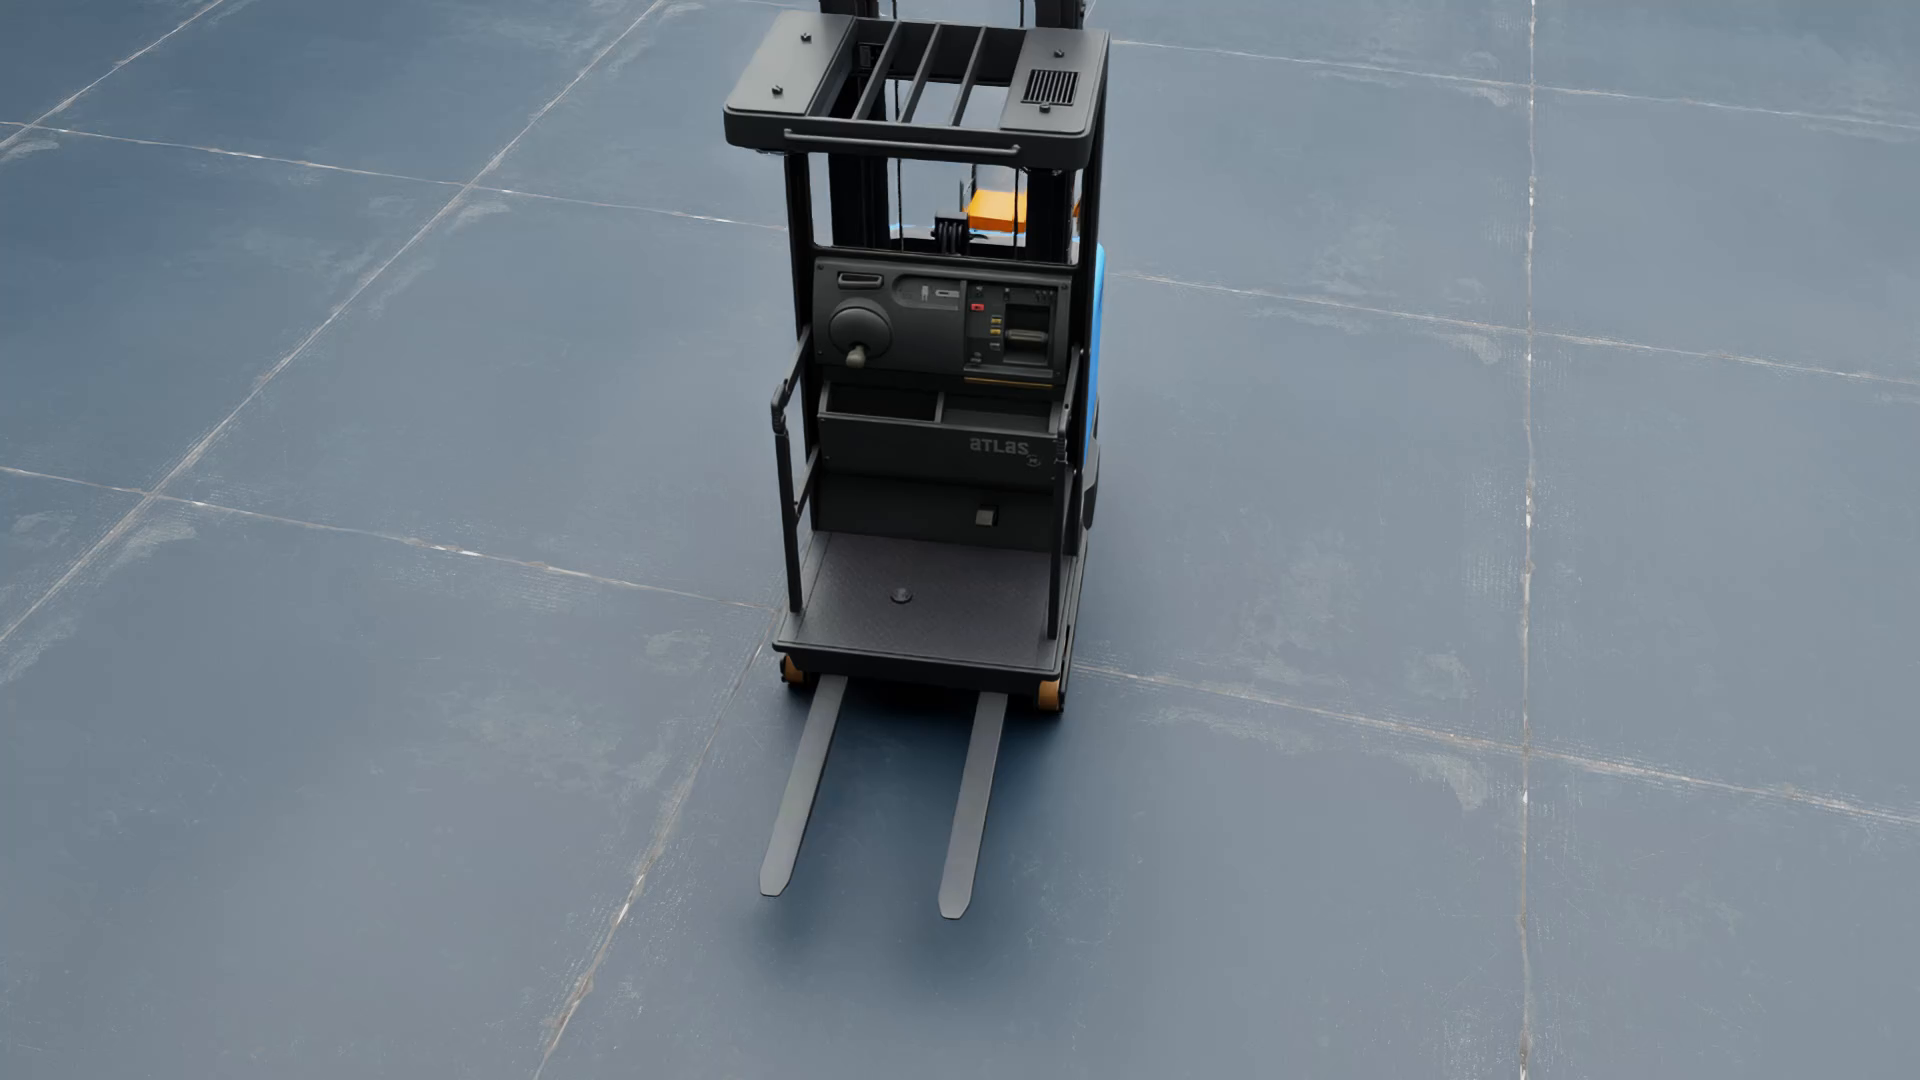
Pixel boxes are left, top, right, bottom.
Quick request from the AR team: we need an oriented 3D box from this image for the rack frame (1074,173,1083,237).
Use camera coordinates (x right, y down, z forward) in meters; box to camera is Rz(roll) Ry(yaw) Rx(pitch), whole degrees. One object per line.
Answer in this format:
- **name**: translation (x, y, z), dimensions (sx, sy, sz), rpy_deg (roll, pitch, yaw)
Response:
- **rack frame**: translation (0.506, -1.074, 7.592), dimensions (0.015, 1.200, 0.240), rpy_deg (9, 40, 11)

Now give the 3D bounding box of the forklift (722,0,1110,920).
- **forklift**: translation (-0.100, -0.707, 5.813), dimensions (1.130, 2.935, 3.031), rpy_deg (6, 40, 7)

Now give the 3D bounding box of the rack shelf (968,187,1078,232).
- **rack shelf**: translation (0.271, -1.418, 7.390), dimensions (0.480, 0.148, 0.258), rpy_deg (9, 40, 11)

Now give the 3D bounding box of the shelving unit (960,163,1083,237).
- **shelving unit**: translation (0.269, -1.112, 7.637), dimensions (0.503, 1.200, 0.258), rpy_deg (9, 40, 11)

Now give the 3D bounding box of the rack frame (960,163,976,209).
- **rack frame**: translation (0.032, -1.150, 7.683), dimensions (0.015, 1.200, 0.240), rpy_deg (9, 40, 11)
